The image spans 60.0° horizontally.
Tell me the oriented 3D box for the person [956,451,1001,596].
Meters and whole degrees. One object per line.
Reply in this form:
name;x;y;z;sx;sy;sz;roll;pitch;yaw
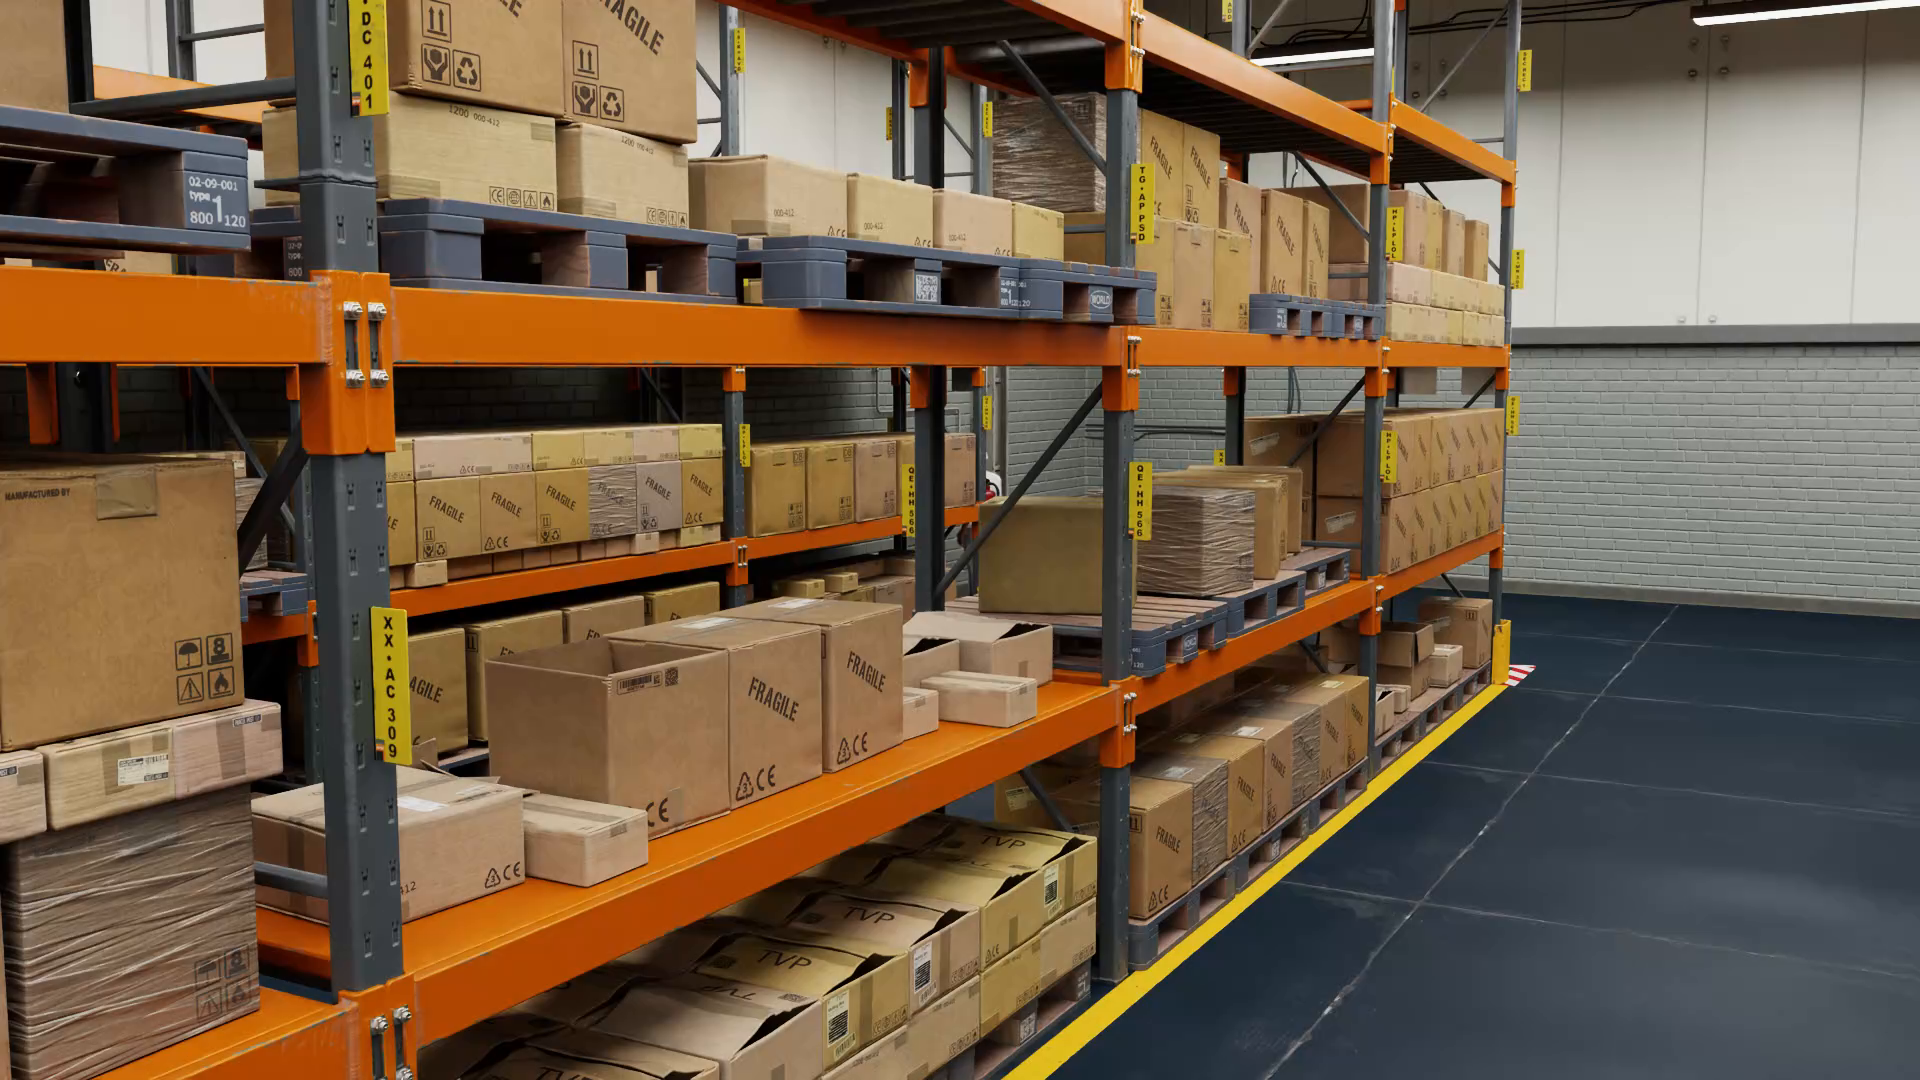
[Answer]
person;0.192;-0.121;18.131;0.397;1.799;0.582;4;7;36
